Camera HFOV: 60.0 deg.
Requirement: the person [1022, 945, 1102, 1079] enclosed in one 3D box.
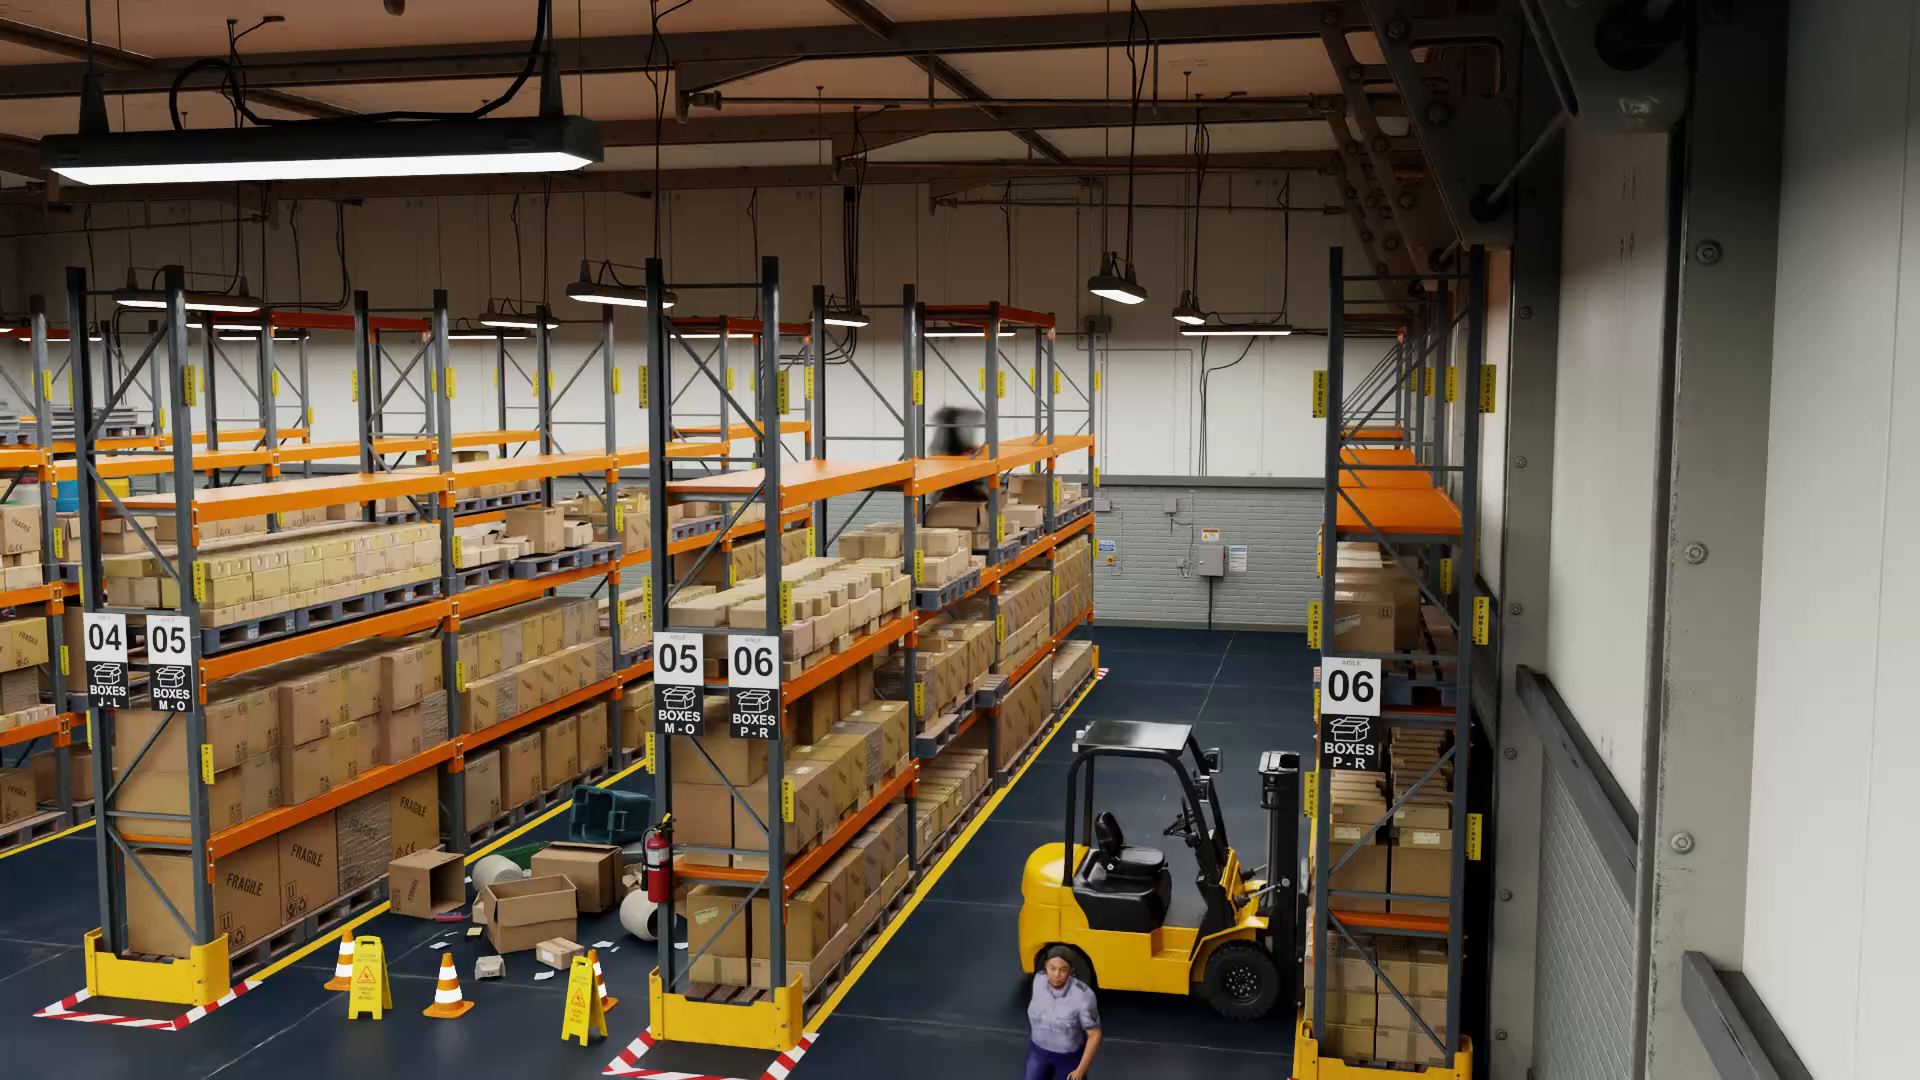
[{"bbox_3d":[0.637,3.309,10.577,0.592,1.593,0.709,2,6,20],"label":"person"}]
